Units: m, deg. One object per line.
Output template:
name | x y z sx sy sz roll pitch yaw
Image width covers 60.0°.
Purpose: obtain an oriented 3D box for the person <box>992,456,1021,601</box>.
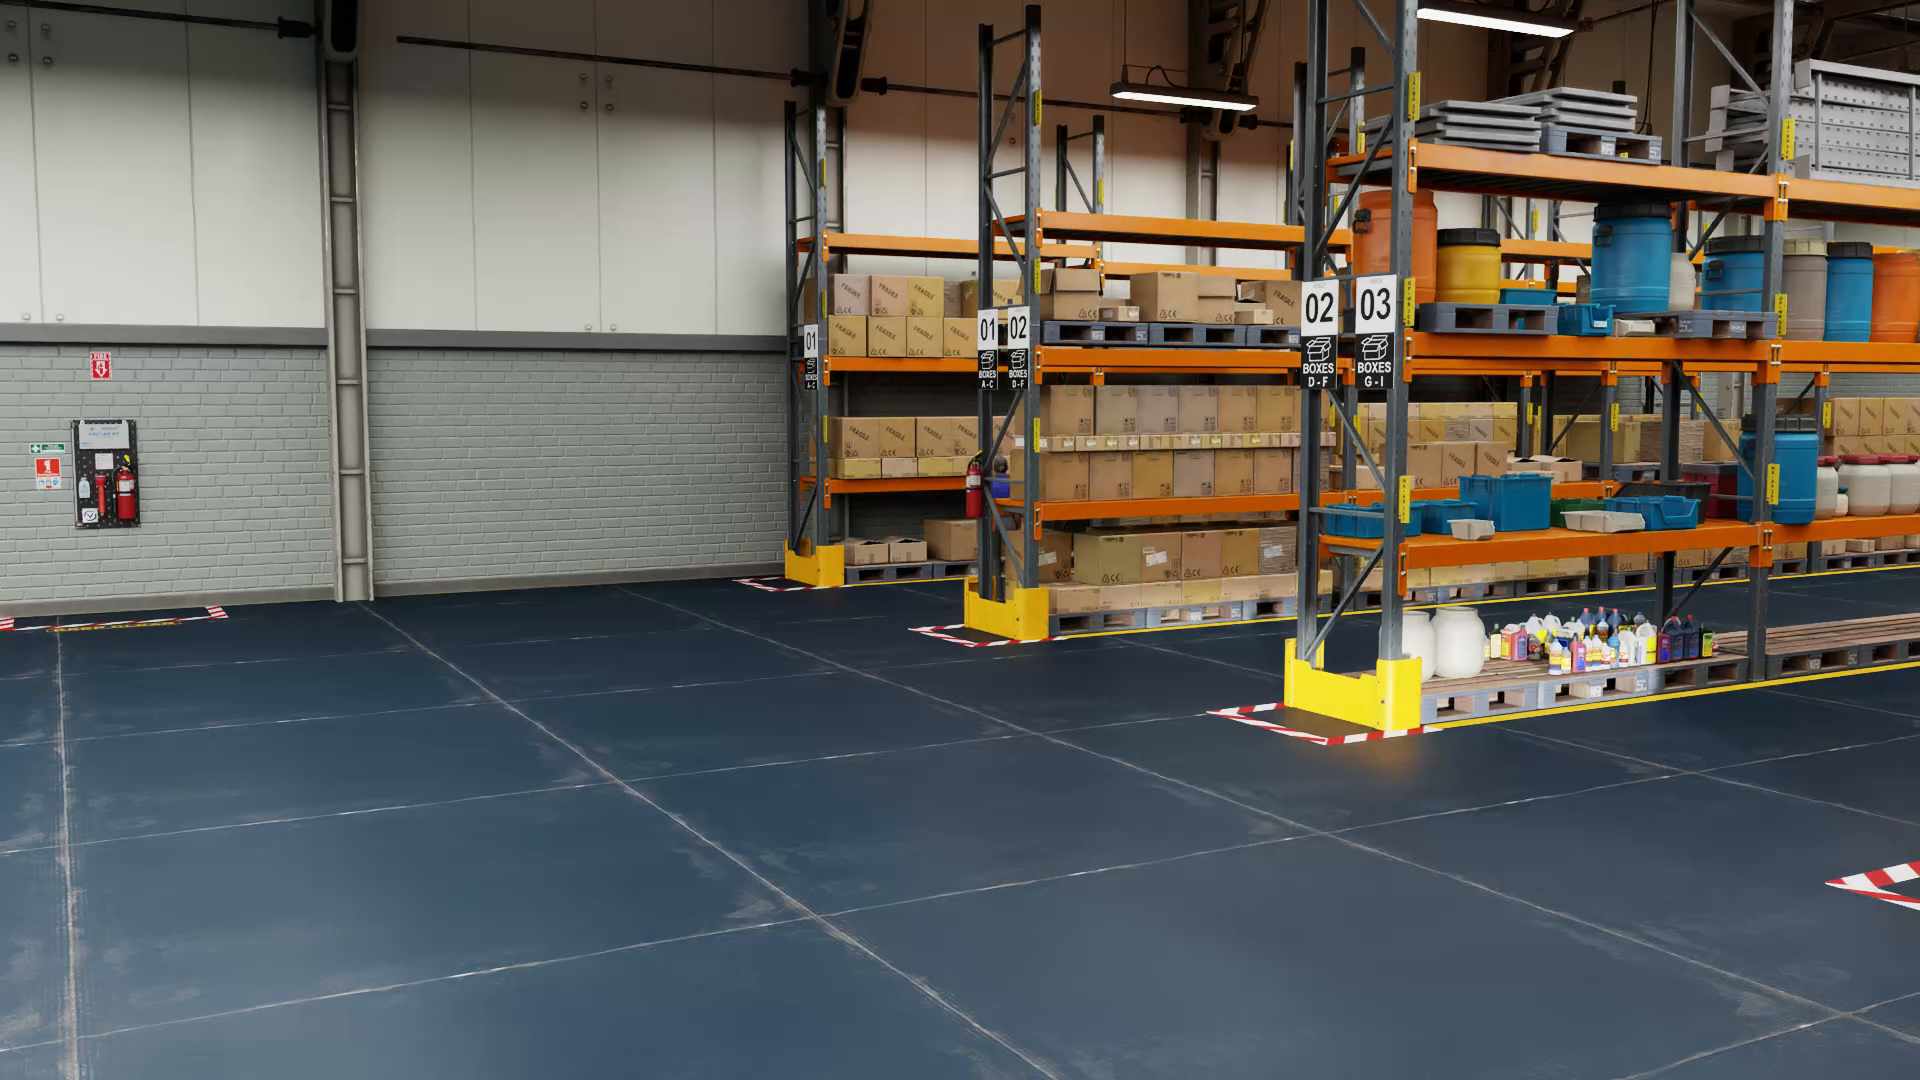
person | 0.473 -0.123 18.973 0.489 1.689 0.485 -1 5 -8
